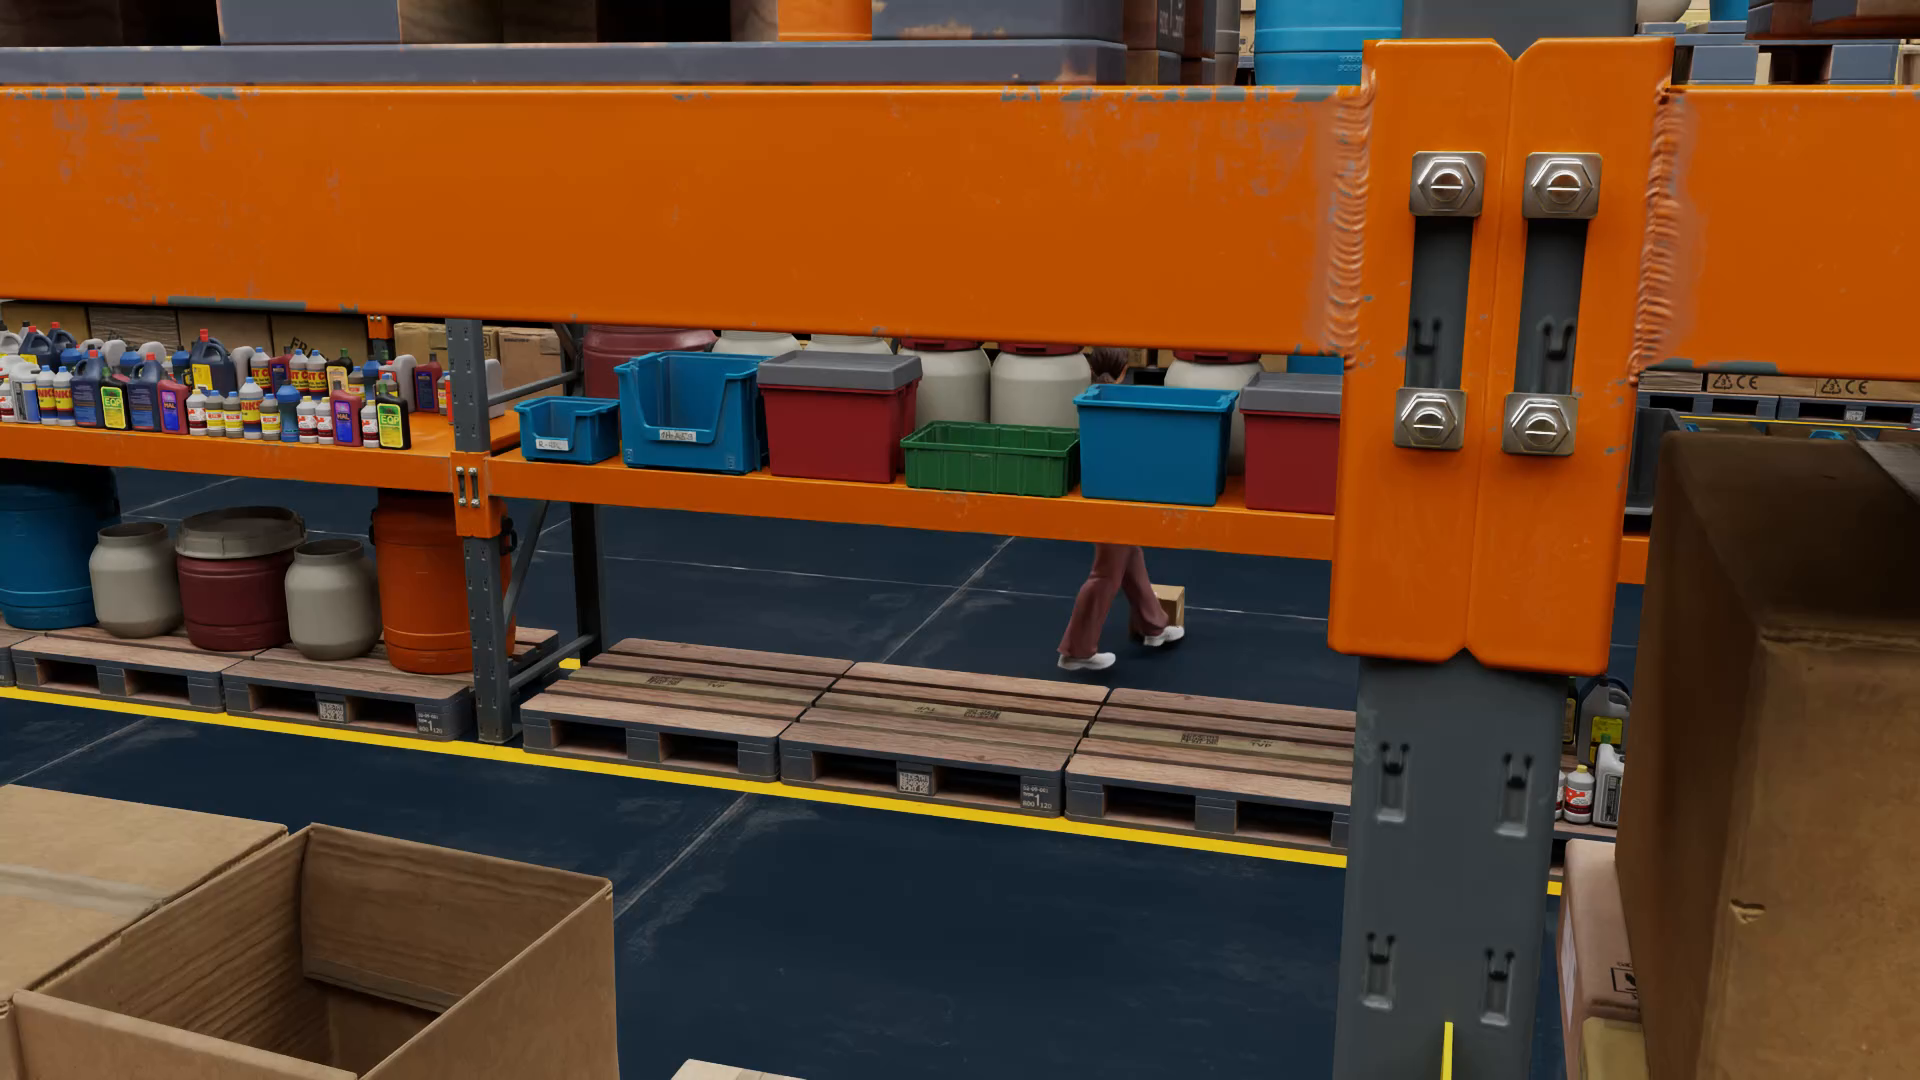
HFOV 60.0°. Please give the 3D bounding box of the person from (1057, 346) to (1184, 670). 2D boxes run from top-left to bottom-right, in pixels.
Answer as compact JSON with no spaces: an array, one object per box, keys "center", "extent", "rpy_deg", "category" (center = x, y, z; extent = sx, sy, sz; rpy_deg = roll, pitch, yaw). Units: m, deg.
[{"center":[0.854,-0.198,8.221],"extent":[0.885,1.628,0.482],"rpy_deg":[-10,18,-33],"category":"person"}]
